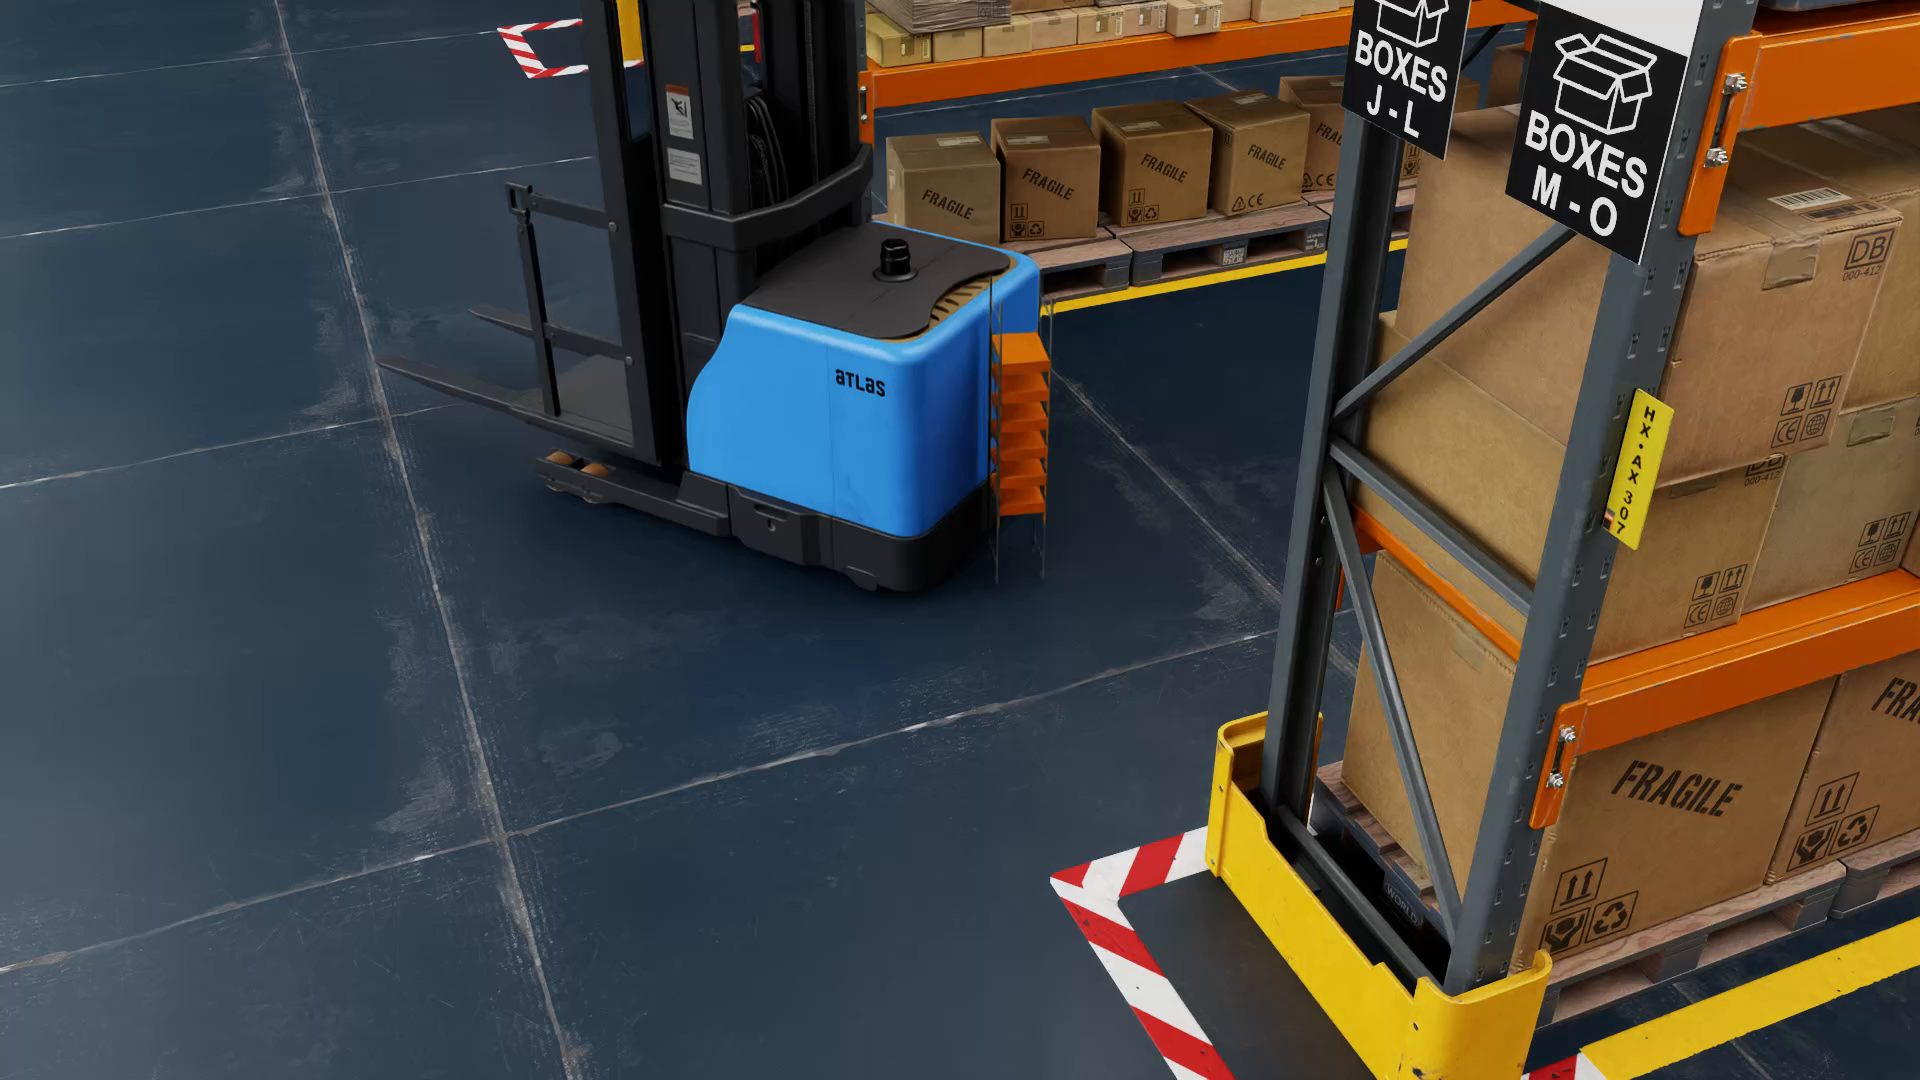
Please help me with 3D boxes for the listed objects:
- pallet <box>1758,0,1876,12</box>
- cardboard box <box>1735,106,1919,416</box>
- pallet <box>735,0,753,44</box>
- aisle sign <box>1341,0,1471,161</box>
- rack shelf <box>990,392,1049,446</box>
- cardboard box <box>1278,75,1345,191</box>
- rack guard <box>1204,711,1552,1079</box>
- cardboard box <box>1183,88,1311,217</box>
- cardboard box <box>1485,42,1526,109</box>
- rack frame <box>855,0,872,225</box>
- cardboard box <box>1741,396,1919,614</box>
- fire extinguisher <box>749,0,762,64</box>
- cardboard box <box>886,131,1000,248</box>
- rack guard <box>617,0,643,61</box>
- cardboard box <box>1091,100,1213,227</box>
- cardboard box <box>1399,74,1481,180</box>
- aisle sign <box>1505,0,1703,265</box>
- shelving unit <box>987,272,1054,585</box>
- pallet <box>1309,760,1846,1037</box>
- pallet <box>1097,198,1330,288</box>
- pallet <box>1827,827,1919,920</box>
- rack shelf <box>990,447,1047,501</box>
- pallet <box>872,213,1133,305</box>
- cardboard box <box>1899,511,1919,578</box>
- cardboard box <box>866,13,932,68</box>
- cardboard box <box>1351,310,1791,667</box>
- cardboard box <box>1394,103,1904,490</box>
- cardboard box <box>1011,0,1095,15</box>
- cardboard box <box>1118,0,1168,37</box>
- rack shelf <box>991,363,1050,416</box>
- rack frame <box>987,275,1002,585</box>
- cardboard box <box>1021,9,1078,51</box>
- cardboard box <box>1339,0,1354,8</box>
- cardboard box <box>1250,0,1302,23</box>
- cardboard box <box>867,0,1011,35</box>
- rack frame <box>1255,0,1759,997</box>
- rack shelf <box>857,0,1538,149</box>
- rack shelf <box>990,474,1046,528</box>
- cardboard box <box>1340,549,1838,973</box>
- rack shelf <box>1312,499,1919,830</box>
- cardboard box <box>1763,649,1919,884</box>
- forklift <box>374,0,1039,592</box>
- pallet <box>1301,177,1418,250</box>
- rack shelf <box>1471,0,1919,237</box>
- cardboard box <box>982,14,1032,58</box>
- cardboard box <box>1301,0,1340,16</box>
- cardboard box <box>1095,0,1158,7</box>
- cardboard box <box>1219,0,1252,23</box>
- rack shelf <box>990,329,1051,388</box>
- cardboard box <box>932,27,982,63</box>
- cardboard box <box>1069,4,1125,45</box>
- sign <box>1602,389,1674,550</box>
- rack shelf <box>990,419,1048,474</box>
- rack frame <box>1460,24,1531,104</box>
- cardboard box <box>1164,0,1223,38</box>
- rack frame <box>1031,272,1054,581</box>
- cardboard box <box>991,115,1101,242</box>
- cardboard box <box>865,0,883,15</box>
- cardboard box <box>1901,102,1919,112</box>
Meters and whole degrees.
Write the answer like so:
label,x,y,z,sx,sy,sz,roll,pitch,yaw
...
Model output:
label,x,y,z,sx,sy,sz,roll,pitch,yaw
pallet,1.833,-1.406,3.491,1.213,0.211,1.003,-13,35,-19
cardboard box,1.982,-0.761,4.041,0.550,0.550,0.875,-13,35,-19
pallet,-1.788,-4.070,12.811,1.213,0.211,1.003,-13,35,-19
aisle sign,0.972,-1.250,3.536,0.004,0.787,0.394,-13,35,-19
rack shelf,0.219,-0.464,6.225,0.180,0.103,0.258,-5,33,-7
cardboard box,2.105,-2.323,9.477,0.500,0.500,0.500,-2,33,-4
rack guard,1.131,1.029,4.710,0.348,0.500,1.175,-13,35,-19
cardboard box,1.563,-2.153,9.215,0.500,0.500,0.500,-16,36,-23
cardboard box,3.589,-2.639,9.945,0.500,0.500,0.700,-16,36,-23
rack frame,-0.674,-2.539,7.903,0.127,3.000,1.000,-13,35,-19
cardboard box,1.977,-0.315,4.346,0.550,0.550,0.875,-13,35,-19
fire extinguisher,-0.957,-2.715,8.243,0.183,0.674,0.296,-13,35,-19
cardboard box,-0.091,-1.791,8.659,0.500,0.500,0.500,-7,34,-10
rack guard,-2.539,-4.022,12.473,0.348,0.500,1.175,-13,35,-19
cardboard box,1.031,-2.057,9.068,0.500,0.500,0.500,-10,34,-14
cardboard box,2.630,-2.448,9.669,0.500,0.500,0.500,-14,36,-20
aisle sign,1.204,-0.948,3.073,0.004,0.787,0.394,-13,35,-19
shelving unit,0.219,-0.401,6.266,0.189,1.200,0.258,-5,33,-7
pallet,1.860,0.937,5.117,1.213,0.211,1.003,-13,35,-19
pallet,1.282,-1.796,9.317,1.213,0.211,1.003,-13,35,-19
pallet,2.984,0.681,5.510,1.213,0.211,1.003,-13,35,-19
rack shelf,0.219,-0.263,6.356,0.180,0.103,0.258,-5,33,-7
pallet,0.159,-1.540,8.924,1.213,0.211,1.003,-13,35,-19
cardboard box,2.542,-0.370,4.431,0.550,0.550,0.875,-13,35,-19
cardboard box,-0.318,-2.374,7.879,0.250,0.149,0.380,-13,35,-19
cardboard box,1.478,-0.188,4.151,0.550,0.550,0.875,-13,35,-19
cardboard box,1.511,-0.598,3.792,0.550,0.550,0.875,-13,35,-19
cardboard box,0.259,-2.974,8.206,0.500,0.500,0.875,-13,35,-19
cardboard box,0.831,-2.642,8.290,0.250,0.149,0.380,-13,35,-19
rack shelf,0.219,-0.565,6.159,0.180,0.103,0.258,-5,33,-7
rack frame,0.128,-0.393,6.254,0.006,1.200,0.240,-5,33,-7
cardboard box,0.378,-2.526,8.112,0.250,0.149,0.380,-13,35,-19
cardboard box,1.973,-2.920,8.717,0.250,0.149,0.380,-13,35,-19
cardboard box,1.541,-2.776,8.497,0.250,0.149,0.380,-13,35,-19
cardboard box,-0.156,-2.808,7.951,0.500,0.500,0.875,-13,35,-19
rack frame,1.153,-0.024,4.036,0.127,3.000,1.000,-13,35,-19
rack shelf,1.171,-2.660,8.748,4.000,0.370,1.077,-13,35,-19
rack shelf,0.219,-0.162,6.421,0.180,0.103,0.258,-5,33,-7
cardboard box,1.753,0.514,4.773,0.875,0.875,0.875,-13,35,-19
rack shelf,2.997,-0.145,4.882,4.000,0.370,1.077,-13,35,-19
cardboard box,2.564,0.327,5.060,0.875,0.875,0.875,-13,35,-20
forklift,-1.209,-1.610,6.537,3.031,2.935,1.130,18,37,25
pallet,2.409,-2.056,9.716,1.213,0.211,1.003,-13,35,-19
rack shelf,2.997,-1.402,4.064,4.000,0.370,1.077,-13,35,-19
cardboard box,0.156,-2.463,8.015,0.250,0.149,0.380,-13,35,-19
cardboard box,1.758,-2.846,8.605,0.250,0.149,0.380,-13,35,-19
cardboard box,0.737,-3.058,8.335,0.500,0.500,0.875,-13,35,-19
cardboard box,1.281,-2.762,8.475,0.250,0.149,0.380,-13,35,-19
rack shelf,0.219,-0.665,6.094,0.180,0.103,0.258,-5,33,-7
cardboard box,-0.081,-2.418,7.946,0.250,0.149,0.380,-13,35,-19
cardboard box,0.611,-2.575,8.188,0.250,0.149,0.380,-13,35,-19
sign,1.363,-0.140,3.348,0.005,0.325,0.100,-13,35,-19
rack shelf,0.219,-0.364,6.290,0.180,0.103,0.258,-5,33,-7
rack frame,3.015,-3.384,9.200,0.127,3.000,1.000,-13,35,-19
cardboard box,1.102,-2.642,8.291,0.250,0.149,0.380,-13,35,-19
rack frame,0.309,-0.408,6.278,0.006,1.200,0.240,-5,33,-7
cardboard box,0.447,-1.935,8.880,0.500,0.500,0.500,-4,33,-6
cardboard box,-0.491,-2.598,8.223,0.250,0.149,0.380,-13,35,-19
cardboard box,2.551,-0.811,4.118,0.550,0.550,0.875,-13,35,-19
